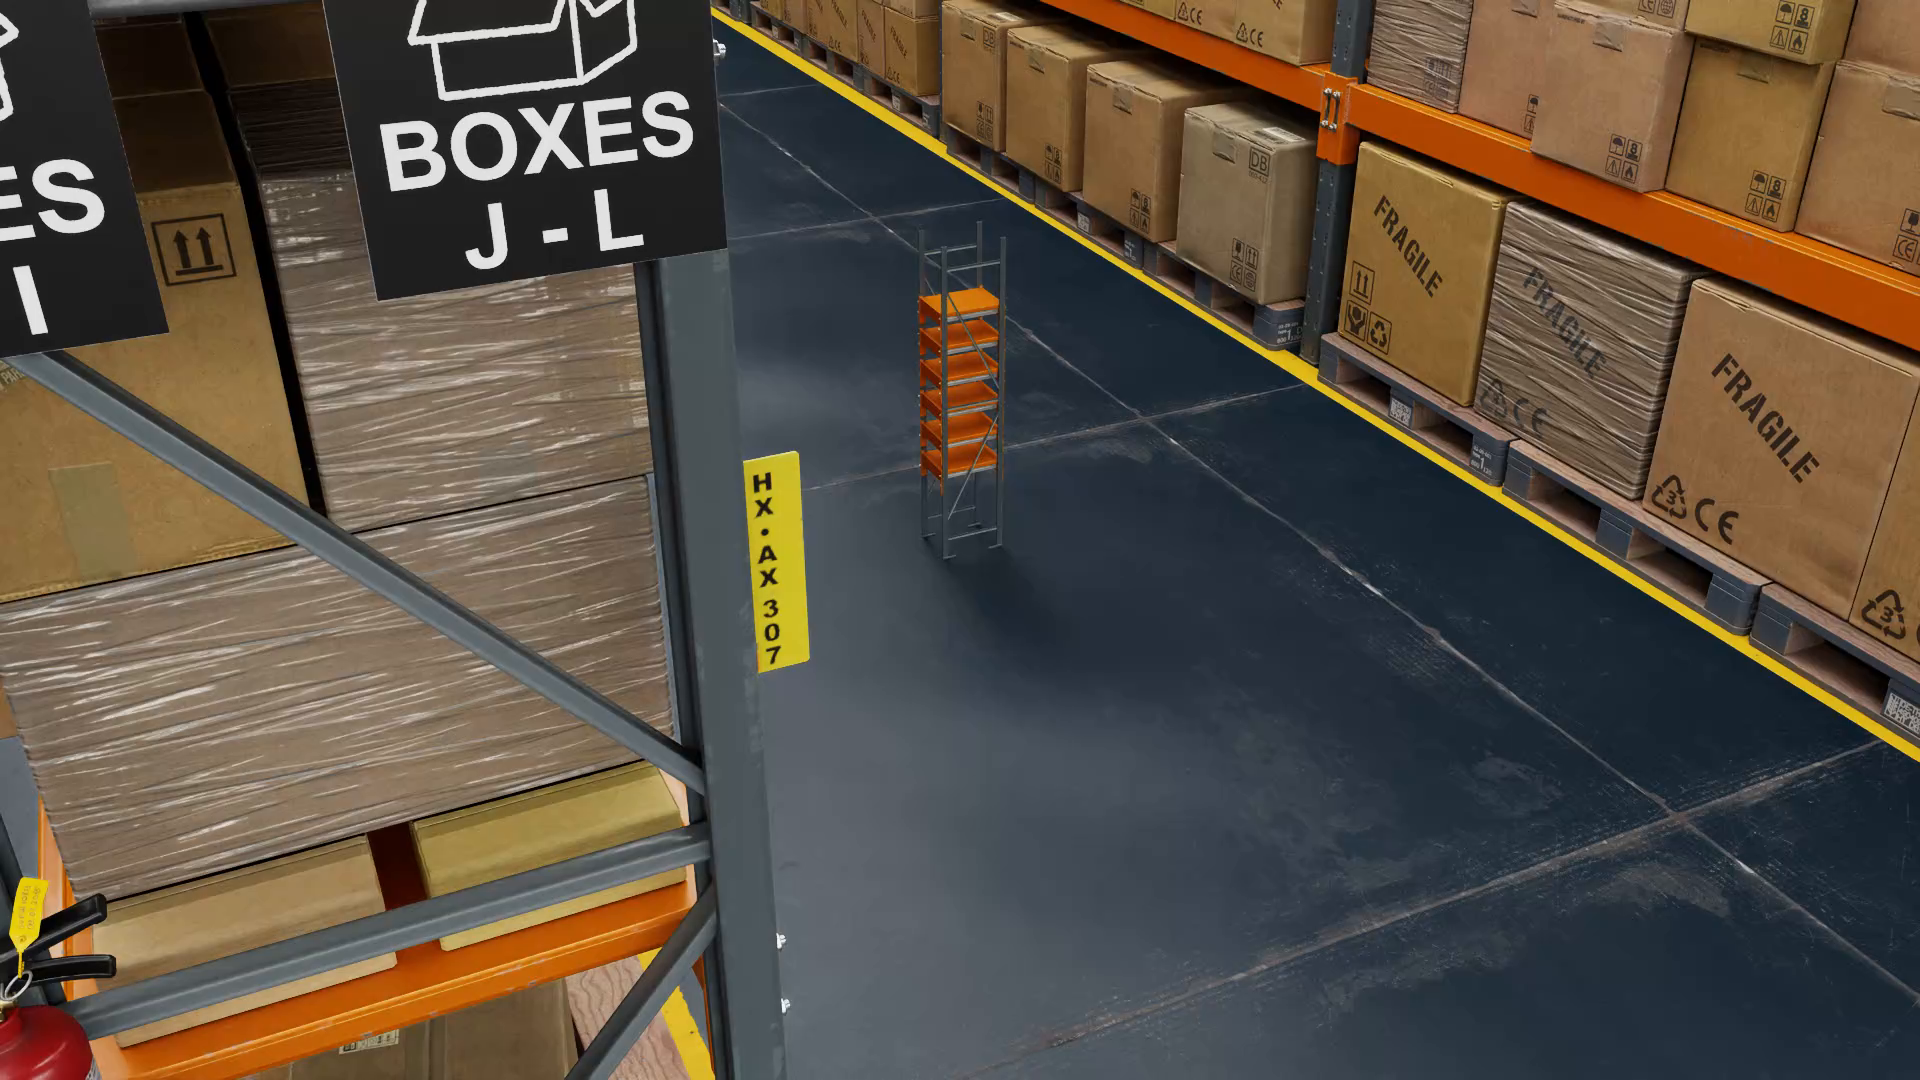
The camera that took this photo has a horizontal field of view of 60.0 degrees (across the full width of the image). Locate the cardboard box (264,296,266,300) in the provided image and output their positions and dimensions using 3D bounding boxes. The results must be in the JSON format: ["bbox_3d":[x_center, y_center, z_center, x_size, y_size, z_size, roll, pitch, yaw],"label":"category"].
[{"bbox_3d":[-1.457,-0.320,3.347,0.875,0.500,0.500,-13,32,-22],"label":"cardboard box"}]

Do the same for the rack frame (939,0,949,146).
[{"bbox_3d":[0.342,-4.003,10.322,1.000,3.000,0.127,-13,32,-22],"label":"rack frame"}]

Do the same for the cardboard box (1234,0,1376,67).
[{"bbox_3d":[1.594,-2.454,7.457,0.500,0.500,0.500,-13,32,-22],"label":"cardboard box"}]

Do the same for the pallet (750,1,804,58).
[{"bbox_3d":[-1.040,-4.210,13.542,1.003,0.211,1.213,-13,32,-22],"label":"pallet"}]

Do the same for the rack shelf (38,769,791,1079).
[{"bbox_3d":[-1.605,-0.042,3.994,1.077,0.370,4.000,-13,32,-22],"label":"rack shelf"}]

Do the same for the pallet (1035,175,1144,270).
[{"bbox_3d":[1.132,-1.884,9.395,1.003,0.211,1.213,-13,32,-22],"label":"pallet"}]

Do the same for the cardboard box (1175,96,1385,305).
[{"bbox_3d":[1.711,-1.693,8.074,1.050,0.750,0.750,-13,32,-22],"label":"cardboard box"}]

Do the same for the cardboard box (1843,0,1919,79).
[{"bbox_3d":[3.215,-1.677,4.917,0.875,0.550,0.550,-13,32,-22],"label":"cardboard box"}]

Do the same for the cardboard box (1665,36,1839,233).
[{"bbox_3d":[2.928,-1.426,5.574,0.875,0.550,0.500,-13,32,-22],"label":"cardboard box"}]

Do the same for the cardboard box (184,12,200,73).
[{"bbox_3d":[-1.593,-1.266,4.012,0.500,0.500,0.500,-13,32,-22],"label":"cardboard box"}]

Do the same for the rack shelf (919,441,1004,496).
[{"bbox_3d":[0.006,-0.269,6.084,0.258,0.103,0.180,-13,32,-22],"label":"rack shelf"}]

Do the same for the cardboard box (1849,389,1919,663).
[{"bbox_3d":[3.426,-0.011,4.946,0.875,0.875,0.875,-13,32,-22],"label":"cardboard box"}]

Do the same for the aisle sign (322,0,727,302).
[{"bbox_3d":[-0.449,-0.642,1.670,0.394,0.787,0.004,-13,32,-22],"label":"aisle sign"}]

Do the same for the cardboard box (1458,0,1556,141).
[{"bbox_3d":[2.485,-1.903,6.423,0.875,0.550,0.550,-13,32,-22],"label":"cardboard box"}]

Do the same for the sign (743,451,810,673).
[{"bbox_3d":[-0.257,0.036,2.234,0.100,0.325,0.005,-13,32,-22],"label":"sign"}]

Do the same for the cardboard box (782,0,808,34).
[{"bbox_3d":[-1.069,-4.247,12.884,0.500,0.500,0.500,-12,31,-20],"label":"cardboard box"}]

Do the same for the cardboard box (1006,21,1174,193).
[{"bbox_3d":[0.900,-2.532,9.569,1.050,0.750,0.750,-13,32,-21],"label":"cardboard box"}]

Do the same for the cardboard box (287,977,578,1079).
[{"bbox_3d":[-1.000,1.155,3.249,0.500,0.500,0.500,-7,30,-13],"label":"cardboard box"}]

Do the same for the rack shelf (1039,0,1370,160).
[{"bbox_3d":[1.201,-2.806,8.922,1.077,0.370,4.000,-13,32,-22],"label":"rack shelf"}]

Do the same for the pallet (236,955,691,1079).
[{"bbox_3d":[-1.096,1.344,3.637,1.003,0.211,1.213,-13,32,-22],"label":"pallet"}]

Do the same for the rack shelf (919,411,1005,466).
[{"bbox_3d":[0.006,-0.374,6.026,0.258,0.103,0.180,-13,32,-22],"label":"rack shelf"}]

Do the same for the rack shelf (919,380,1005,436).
[{"bbox_3d":[0.006,-0.478,5.967,0.258,0.103,0.180,-13,32,-22],"label":"rack shelf"}]

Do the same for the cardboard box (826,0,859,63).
[{"bbox_3d":[-0.638,-3.792,12.072,0.500,0.500,0.500,-15,32,-24],"label":"cardboard box"}]

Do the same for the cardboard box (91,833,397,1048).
[{"bbox_3d":[-1.056,0.555,2.451,0.380,0.149,0.250,-13,32,-22],"label":"cardboard box"}]

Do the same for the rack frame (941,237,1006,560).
[{"bbox_3d":[0.046,-0.477,5.873,0.240,1.200,0.006,-13,32,-22],"label":"rack frame"}]

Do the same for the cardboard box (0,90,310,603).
[{"bbox_3d":[-1.206,-0.273,2.241,0.500,0.500,0.500,-13,32,-22],"label":"cardboard box"}]

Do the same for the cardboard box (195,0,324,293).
[{"bbox_3d":[-1.161,-0.825,3.226,0.500,0.500,0.500,-13,32,-22],"label":"cardboard box"}]

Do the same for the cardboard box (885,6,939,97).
[{"bbox_3d":[-0.177,-3.332,11.251,0.500,0.500,0.500,-13,32,-22],"label":"cardboard box"}]

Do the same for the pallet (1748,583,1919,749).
[{"bbox_3d":[3.362,0.410,5.302,1.003,0.211,1.213,-13,32,-22],"label":"pallet"}]

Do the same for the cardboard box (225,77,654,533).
[{"bbox_3d":[-0.737,-0.382,2.436,0.500,0.500,0.500,-13,32,-22],"label":"cardboard box"}]

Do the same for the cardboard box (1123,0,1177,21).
[{"bbox_3d":[1.160,-2.900,8.253,0.500,0.500,0.500,-13,32,-21],"label":"cardboard box"}]

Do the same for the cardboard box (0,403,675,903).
[{"bbox_3d":[-0.958,0.106,2.588,0.875,0.500,0.500,-13,32,-22],"label":"cardboard box"}]

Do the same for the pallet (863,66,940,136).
[{"bbox_3d":[0.008,-3.132,11.620,1.003,0.211,1.213,-13,32,-22],"label":"pallet"}]

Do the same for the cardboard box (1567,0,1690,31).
[{"bbox_3d":[2.635,-2.116,5.700,0.875,0.550,0.550,-13,32,-22],"label":"cardboard box"}]

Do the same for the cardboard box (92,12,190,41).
[{"bbox_3d":[-1.638,-0.714,3.028,0.500,0.500,0.500,-13,32,-22],"label":"cardboard box"}]

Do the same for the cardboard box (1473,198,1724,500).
[{"bbox_3d":[2.656,-0.803,6.357,0.875,0.875,0.875,-13,32,-22],"label":"cardboard box"}]

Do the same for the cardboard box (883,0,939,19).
[{"bbox_3d":[-0.188,-3.670,11.088,0.500,0.250,0.500,-14,32,-23],"label":"cardboard box"}]

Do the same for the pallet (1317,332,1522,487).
[{"bbox_3d":[2.315,-0.667,7.224,1.003,0.211,1.213,-13,32,-22],"label":"pallet"}]

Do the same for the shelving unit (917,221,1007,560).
[{"bbox_3d":[0.006,-0.517,5.945,0.258,1.200,0.189,-13,32,-22],"label":"shelving unit"}]
